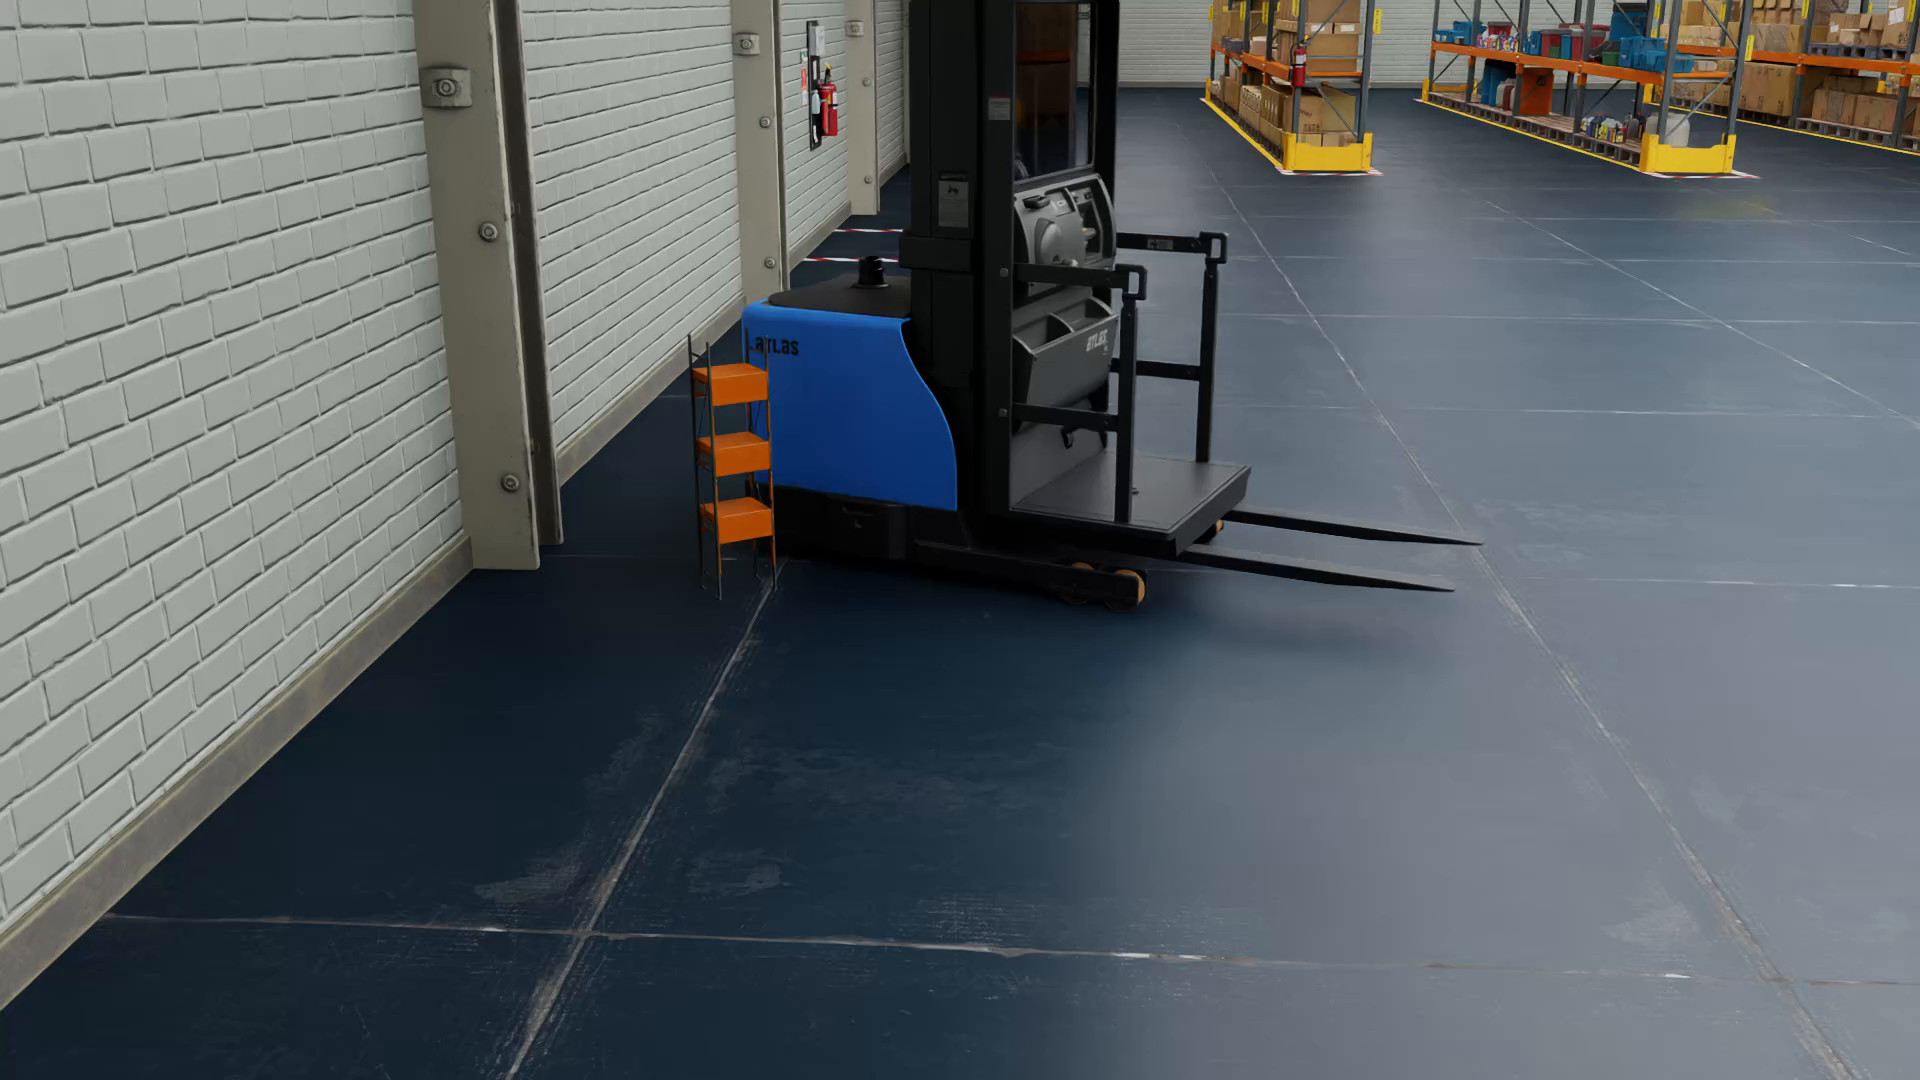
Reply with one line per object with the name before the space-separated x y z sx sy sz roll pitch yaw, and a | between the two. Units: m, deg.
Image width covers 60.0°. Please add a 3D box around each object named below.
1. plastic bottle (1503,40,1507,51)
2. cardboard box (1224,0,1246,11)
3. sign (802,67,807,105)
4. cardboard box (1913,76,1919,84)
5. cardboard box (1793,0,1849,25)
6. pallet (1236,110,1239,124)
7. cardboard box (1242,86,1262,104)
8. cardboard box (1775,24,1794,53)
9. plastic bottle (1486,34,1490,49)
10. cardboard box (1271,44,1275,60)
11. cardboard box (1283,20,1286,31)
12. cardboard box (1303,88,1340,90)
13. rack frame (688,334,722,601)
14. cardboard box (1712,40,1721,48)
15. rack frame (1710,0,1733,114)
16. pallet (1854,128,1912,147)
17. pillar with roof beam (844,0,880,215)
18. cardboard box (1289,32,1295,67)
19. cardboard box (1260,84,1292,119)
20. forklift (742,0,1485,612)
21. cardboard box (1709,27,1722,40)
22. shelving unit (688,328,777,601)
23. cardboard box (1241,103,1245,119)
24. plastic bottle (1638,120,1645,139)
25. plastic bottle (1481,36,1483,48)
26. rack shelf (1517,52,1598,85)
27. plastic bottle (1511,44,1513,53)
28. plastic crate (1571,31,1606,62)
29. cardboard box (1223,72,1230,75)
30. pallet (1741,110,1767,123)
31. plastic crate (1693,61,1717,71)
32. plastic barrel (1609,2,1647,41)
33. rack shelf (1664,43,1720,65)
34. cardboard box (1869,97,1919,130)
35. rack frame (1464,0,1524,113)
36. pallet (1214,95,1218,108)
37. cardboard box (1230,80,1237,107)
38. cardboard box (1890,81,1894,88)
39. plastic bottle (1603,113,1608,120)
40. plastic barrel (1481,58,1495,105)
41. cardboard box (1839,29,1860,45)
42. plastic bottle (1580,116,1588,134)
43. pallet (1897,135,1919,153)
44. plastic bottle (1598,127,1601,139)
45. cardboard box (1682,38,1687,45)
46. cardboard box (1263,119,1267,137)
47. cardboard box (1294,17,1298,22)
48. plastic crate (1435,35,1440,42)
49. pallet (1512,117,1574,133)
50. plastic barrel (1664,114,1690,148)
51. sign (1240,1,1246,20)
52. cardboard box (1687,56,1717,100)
plastic bottle | 10.320 -9.341 31.431 0.097 0.201 0.097 0 18 0
cardboard box | 5.749 -11.021 34.473 0.500 0.500 0.500 1 18 4
sign | -1.431 -4.172 15.280 0.001 0.329 0.234 1 18 4
cardboard box | 20.692 -9.857 35.636 0.380 0.149 0.250 2 18 6
cardboard box | 15.634 -9.621 30.197 0.797 0.503 0.637 2 18 6
pallet | 5.776 -7.999 31.495 1.003 0.211 1.213 1 18 4
cardboard box | 5.325 -7.933 29.656 0.500 0.311 0.500 1 18 3
cardboard box | 15.395 -9.232 30.619 0.500 0.500 0.500 1 18 3
plastic bottle | 10.396 -9.788 32.664 0.061 0.283 0.133 1 18 4
cardboard box | 5.277 -8.064 27.431 0.396 0.266 0.258 1 18 3
cardboard box | 5.113 -7.810 25.238 0.380 0.149 0.250 1 18 2
cardboard box | 5.503 -6.641 25.409 0.500 0.500 0.500 1 18 4
rack frame | -1.013 -0.282 6.598 0.008 1.050 0.200 -11 21 -29
cardboard box | 15.547 -10.095 33.819 0.380 0.149 0.250 1 18 4
rack frame | 15.852 -10.113 33.469 1.000 3.000 0.127 1 18 4
pallet | 15.333 -6.545 27.058 1.003 0.211 1.213 1 18 4
pillar with roof beam | 3.221 -7.846 16.915 9.100 9.000 0.400 1 18 4
cardboard box | 5.265 -7.281 24.667 0.700 0.500 0.500 2 18 6
cardboard box | 5.052 -6.963 26.392 0.500 0.500 0.500 1 18 4
forklift | 0.614 -1.296 6.672 3.031 2.935 1.130 9 20 25
cardboard box | 15.622 -10.326 33.882 0.500 0.250 0.500 1 18 3
shelving unit | -0.909 -0.302 6.658 0.252 1.050 0.215 -11 21 -29
cardboard box | 5.319 -7.674 29.766 0.500 0.250 0.500 1 18 2
plastic bottle | 10.438 -6.285 25.442 0.061 0.283 0.133 1 18 4
plastic bottle | 10.453 -9.950 33.178 0.097 0.271 0.097 0 18 0
rack shelf | 10.481 -8.018 28.231 1.077 0.370 4.000 1 18 4
plastic bottle | 10.271 -9.129 30.785 0.097 0.201 0.097 0 18 0
plastic crate | 10.068 -7.926 26.693 0.402 0.464 0.583 1 18 4
cardboard box | 6.101 -9.942 36.248 0.797 0.503 0.637 1 18 4
pallet | 15.787 -8.167 32.007 1.003 0.211 1.213 1 18 4
plastic crate | 10.436 -6.642 23.299 0.298 0.136 0.250 1 18 4
plastic barrel | 10.668 -8.090 26.491 0.600 0.901 0.708 1 18 4
rack shelf | 15.995 -10.392 35.476 1.077 0.370 4.000 1 18 4
cardboard box | 15.397 -6.987 27.238 0.700 0.500 0.500 1 18 4
rack frame | 10.912 -10.223 33.806 1.000 3.000 0.127 1 18 4
pallet | 6.106 -9.603 36.392 1.003 0.211 1.213 1 18 4
cardboard box | 5.586 -8.734 32.567 0.500 0.500 0.500 1 18 2
cardboard box | 20.785 -10.042 36.679 0.380 0.149 0.250 2 18 6
plastic bottle | 10.010 -6.444 25.821 0.144 0.351 0.185 1 18 4
plastic barrel | 10.856 -9.257 33.553 0.600 0.901 0.708 1 18 4
cardboard box | 15.215 -8.483 28.062 0.500 0.250 0.500 1 18 2
plastic bottle | 9.878 -6.562 26.308 0.097 0.271 0.097 0 18 0
pallet | 15.265 -6.094 25.681 1.003 0.211 1.213 1 18 4
plastic bottle | 9.809 -6.231 25.408 0.097 0.201 0.097 0 18 0
cardboard box | 15.675 -10.655 35.527 0.380 0.149 0.250 1 18 3
cardboard box | 5.021 -6.451 26.035 0.500 0.250 0.500 1 18 4
cardboard box | 5.229 -7.753 24.024 0.700 0.500 0.500 1 18 4
plastic crate | 10.747 -11.202 37.119 0.250 0.136 0.298 1 18 4
pallet | 10.530 -7.416 29.717 1.003 0.211 1.213 1 18 4
plastic barrel | 10.022 -5.720 23.383 0.421 0.512 0.421 0 18 0
sign | 5.142 -9.615 30.216 0.100 0.325 0.005 1 18 4
cardboard box | 16.043 -9.785 35.207 0.875 0.875 0.875 1 18 4
